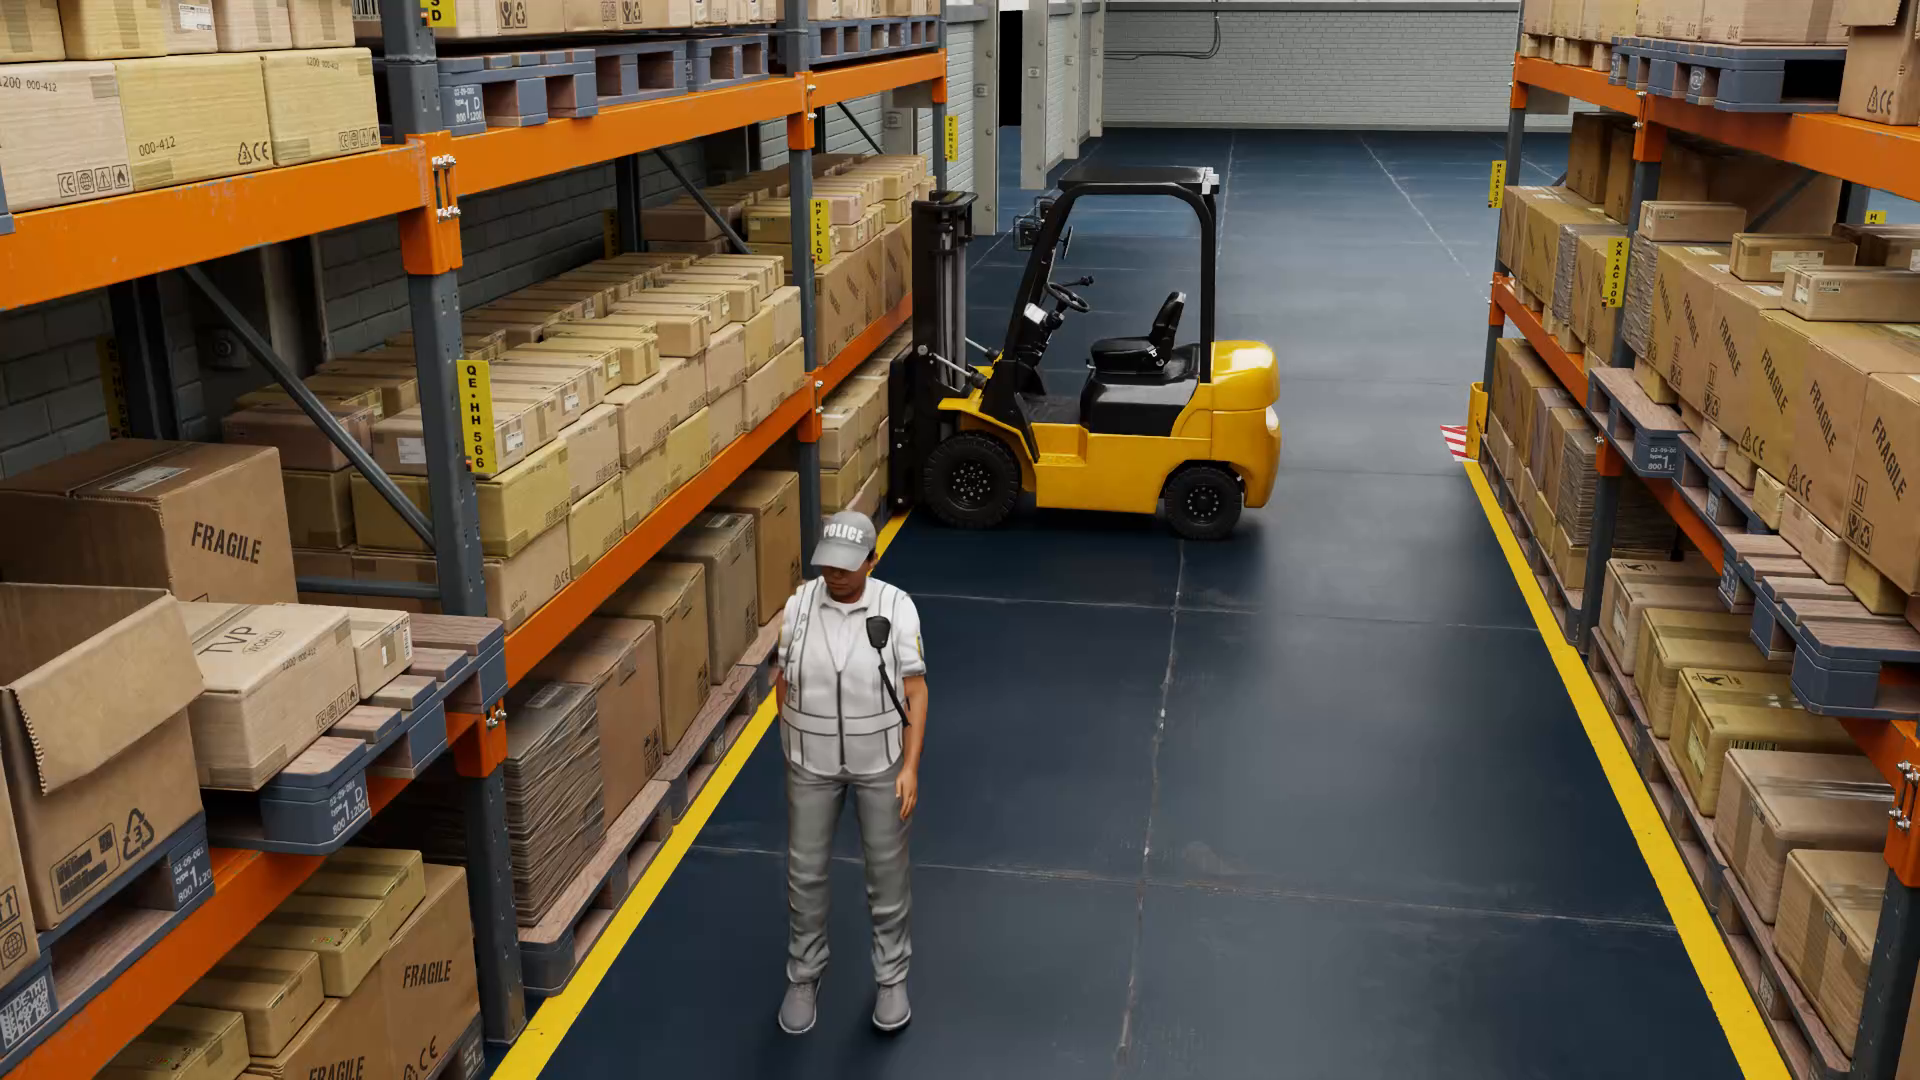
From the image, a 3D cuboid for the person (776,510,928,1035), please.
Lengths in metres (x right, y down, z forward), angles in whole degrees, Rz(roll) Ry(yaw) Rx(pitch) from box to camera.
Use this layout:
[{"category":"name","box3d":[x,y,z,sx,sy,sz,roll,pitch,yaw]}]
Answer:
[{"category":"person","box3d":[-0.347,0.733,5.280,0.495,1.691,0.466,1,18,3]}]
